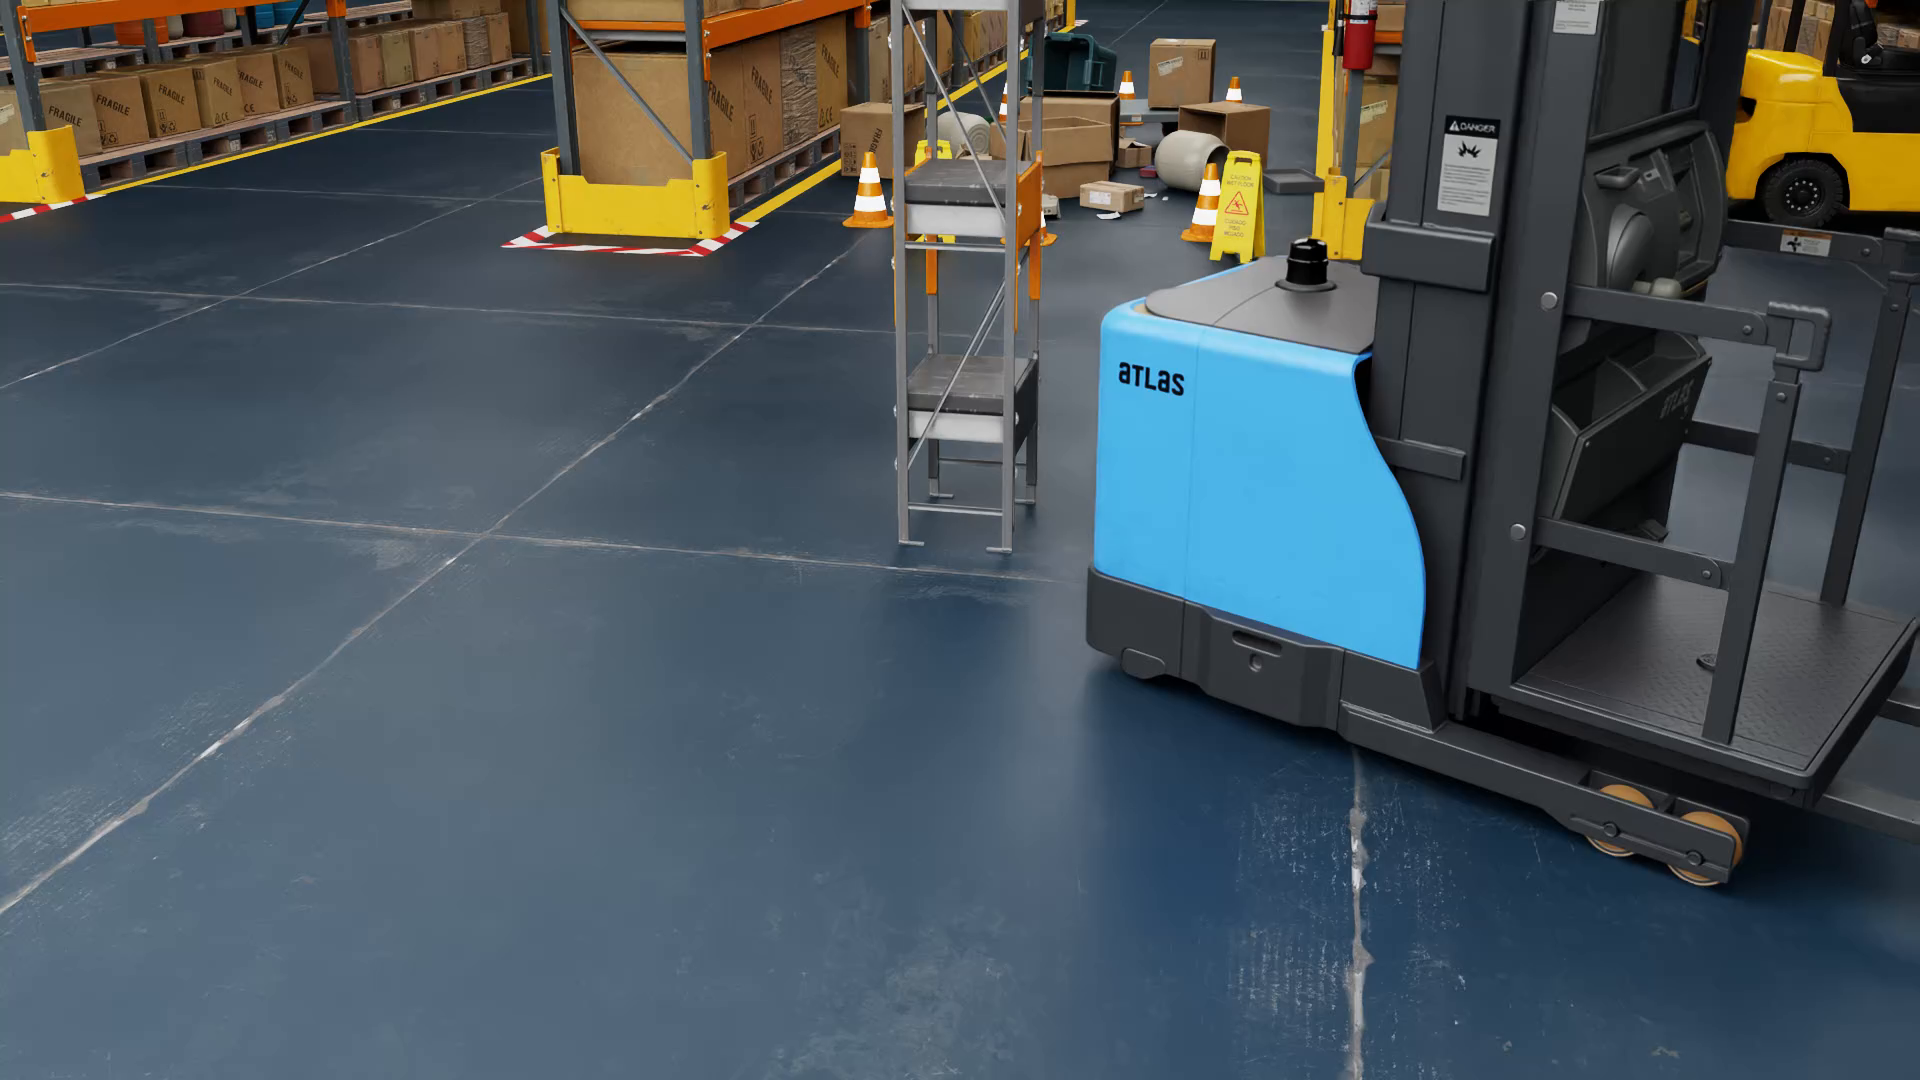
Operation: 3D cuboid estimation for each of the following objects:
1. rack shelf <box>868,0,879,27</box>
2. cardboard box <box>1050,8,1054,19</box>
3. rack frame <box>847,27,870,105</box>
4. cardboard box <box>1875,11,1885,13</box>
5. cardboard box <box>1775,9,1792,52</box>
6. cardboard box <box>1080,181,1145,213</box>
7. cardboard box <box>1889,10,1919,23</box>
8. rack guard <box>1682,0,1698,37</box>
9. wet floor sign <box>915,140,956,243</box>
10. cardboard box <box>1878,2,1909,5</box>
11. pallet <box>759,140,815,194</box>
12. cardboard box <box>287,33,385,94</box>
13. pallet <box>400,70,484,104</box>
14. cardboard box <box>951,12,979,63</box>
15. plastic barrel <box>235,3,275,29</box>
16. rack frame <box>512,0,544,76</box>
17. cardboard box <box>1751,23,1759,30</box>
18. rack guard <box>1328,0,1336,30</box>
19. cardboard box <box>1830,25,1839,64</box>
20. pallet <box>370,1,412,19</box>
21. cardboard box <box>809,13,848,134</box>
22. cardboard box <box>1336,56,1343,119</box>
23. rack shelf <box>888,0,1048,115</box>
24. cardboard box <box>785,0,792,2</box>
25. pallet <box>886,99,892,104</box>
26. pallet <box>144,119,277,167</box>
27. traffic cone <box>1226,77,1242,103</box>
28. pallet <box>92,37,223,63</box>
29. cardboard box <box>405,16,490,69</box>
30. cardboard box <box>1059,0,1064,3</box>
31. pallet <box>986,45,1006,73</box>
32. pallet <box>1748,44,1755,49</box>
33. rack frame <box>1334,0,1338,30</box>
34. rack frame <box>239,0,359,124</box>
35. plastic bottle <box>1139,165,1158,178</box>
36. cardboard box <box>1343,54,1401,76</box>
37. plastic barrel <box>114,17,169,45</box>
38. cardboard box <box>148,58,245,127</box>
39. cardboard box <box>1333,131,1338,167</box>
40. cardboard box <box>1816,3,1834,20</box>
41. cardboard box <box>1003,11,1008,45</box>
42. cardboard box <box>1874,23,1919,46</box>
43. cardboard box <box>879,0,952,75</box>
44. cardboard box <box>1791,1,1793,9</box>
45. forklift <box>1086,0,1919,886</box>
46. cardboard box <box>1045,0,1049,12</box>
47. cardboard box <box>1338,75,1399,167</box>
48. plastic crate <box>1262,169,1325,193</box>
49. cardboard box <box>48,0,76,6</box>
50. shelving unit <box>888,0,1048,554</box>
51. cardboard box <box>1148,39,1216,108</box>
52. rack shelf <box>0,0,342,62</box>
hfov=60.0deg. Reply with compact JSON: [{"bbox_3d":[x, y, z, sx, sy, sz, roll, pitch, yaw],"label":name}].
[{"bbox_3d":[-0.871,-5.287,15.929,1.077,0.370,4.000,4,22,11],"label":"rack shelf"},{"bbox_3d":[1.147,-7.561,23.866,0.380,0.149,0.250,3,22,9],"label":"cardboard box"},{"bbox_3d":[-1.279,-4.889,13.978,1.000,3.000,0.127,4,22,11],"label":"rack frame"},{"bbox_3d":[9.142,-5.273,16.847,0.380,0.149,0.250,3,22,8],"label":"cardboard box"},{"bbox_3d":[9.662,-5.778,18.968,0.500,0.500,0.500,4,22,10],"label":"cardboard box"},{"bbox_3d":[1.061,-2.397,11.605,0.380,0.149,0.250,18,28,38],"label":"cardboard box"},{"bbox_3d":[9.728,-5.330,16.989,0.380,0.149,0.250,5,22,12],"label":"cardboard box"},{"bbox_3d":[10.881,-7.373,23.492,1.175,0.500,0.348,4,22,11],"label":"rack guard"},{"bbox_3d":[-0.163,-2.173,10.385,0.267,0.644,0.232,1,22,2],"label":"wet floor sign"},{"bbox_3d":[9.983,-5.710,17.933,0.380,0.149,0.250,4,22,9],"label":"cardboard box"},{"bbox_3d":[-1.757,-2.876,12.712,1.003,0.211,1.213,4,22,11],"label":"pallet"},{"bbox_3d":[-5.968,-4.572,15.947,0.700,0.500,0.500,3,22,7],"label":"cardboard box"},{"bbox_3d":[-5.710,-4.743,17.348,1.003,0.211,1.213,4,22,11],"label":"pallet"},{"bbox_3d":[-0.069,-5.627,18.593,0.500,0.500,0.500,4,22,9],"label":"cardboard box"},{"bbox_3d":[-9.602,-7.373,22.391,0.600,0.901,0.708,4,22,11],"label":"plastic barrel"},{"bbox_3d":[-5.298,-6.767,18.641,1.000,3.000,0.127,4,22,11],"label":"rack frame"},{"bbox_3d":[9.979,-6.381,20.780,0.396,0.266,0.258,5,23,13],"label":"cardboard box"},{"bbox_3d":[6.041,-7.787,24.519,1.175,0.500,0.348,4,22,11],"label":"rack guard"},{"bbox_3d":[9.252,-5.023,17.095,0.500,0.500,0.500,4,22,10],"label":"cardboard box"},{"bbox_3d":[-8.720,-8.478,26.623,1.003,0.211,1.213,4,22,11],"label":"pallet"},{"bbox_3d":[-1.476,-3.874,13.739,0.875,0.875,0.875,5,22,12],"label":"cardboard box"},{"bbox_3d":[3.105,-3.424,12.455,0.500,0.500,0.500,5,23,13],"label":"cardboard box"},{"bbox_3d":[0.034,-1.671,5.355,0.431,0.518,0.480,4,22,11],"label":"rack shelf"},{"bbox_3d":[-1.668,-4.230,12.141,0.875,0.550,0.500,4,22,11],"label":"cardboard box"},{"bbox_3d":[-1.195,-3.884,15.214,1.003,0.211,1.213,4,22,11],"label":"pallet"},{"bbox_3d":[-6.463,-3.315,13.802,1.003,0.211,1.213,4,22,11],"label":"pallet"},{"bbox_3d":[2.470,-3.932,14.998,0.336,0.463,0.334,4,22,11],"label":"traffic cone"},{"bbox_3d":[-10.026,-6.143,20.824,1.003,0.211,1.213,4,22,11],"label":"pallet"},{"bbox_3d":[-5.516,-5.361,17.908,0.700,0.500,0.500,3,22,6],"label":"cardboard box"},{"bbox_3d":[1.341,-8.074,24.741,0.380,0.149,0.250,4,22,9],"label":"cardboard box"},{"bbox_3d":[-0.051,-5.789,19.946,1.003,0.211,1.213,4,22,11],"label":"pallet"},{"bbox_3d":[10.221,-6.055,20.606,1.003,0.211,1.213,4,22,11],"label":"pallet"},{"bbox_3d":[6.036,-8.938,24.030,1.000,3.000,0.127,4,22,11],"label":"rack frame"},{"bbox_3d":[-6.114,-5.304,15.009,1.000,3.000,0.127,4,22,11],"label":"rack frame"},{"bbox_3d":[1.488,-2.857,12.865,0.133,0.061,0.283,8,23,20],"label":"plastic bottle"},{"bbox_3d":[2.689,-3.106,10.798,0.380,0.149,0.250,5,22,12],"label":"cardboard box"},{"bbox_3d":[-10.063,-6.513,20.353,0.600,0.830,0.708,4,22,11],"label":"plastic barrel"},{"bbox_3d":[-6.394,-3.753,13.942,0.500,0.500,0.500,2,22,6],"label":"cardboard box"},{"bbox_3d":[2.888,-2.702,11.666,0.500,0.250,0.500,4,22,9],"label":"cardboard box"},{"bbox_3d":[9.415,-5.654,17.792,0.380,0.149,0.250,3,22,8],"label":"cardboard box"},{"bbox_3d":[0.344,-6.373,20.446,0.500,0.500,0.500,4,22,10],"label":"cardboard box"},{"bbox_3d":[9.123,-4.501,15.631,0.875,0.625,0.625,5,23,13],"label":"cardboard box"},{"bbox_3d":[-0.675,-5.288,17.417,1.050,0.750,0.750,4,22,10],"label":"cardboard box"},{"bbox_3d":[9.724,-6.121,18.952,0.380,0.149,0.250,3,22,8],"label":"cardboard box"},{"bbox_3d":[1.829,-0.781,3.868,3.031,2.935,1.130,17,28,36],"label":"forklift"},{"bbox_3d":[1.045,-7.498,23.311,0.380,0.149,0.250,5,22,11],"label":"cardboard box"},{"bbox_3d":[2.680,-2.666,10.573,0.500,0.500,0.500,5,22,11],"label":"cardboard box"},{"bbox_3d":[2.464,-2.683,12.408,0.402,0.080,0.583,-3,22,-8],"label":"plastic crate"},{"bbox_3d":[-6.569,-3.901,11.861,0.380,0.149,0.250,4,22,11],"label":"cardboard box"},{"bbox_3d":[0.034,-1.035,5.612,0.431,2.100,0.503,4,22,11],"label":"shelving unit"},{"bbox_3d":[1.839,-3.865,13.768,0.500,0.500,0.500,4,22,11],"label":"cardboard box"},{"bbox_3d":[-6.522,-4.239,13.327,1.077,0.370,4.000,4,22,11],"label":"rack shelf"}]
